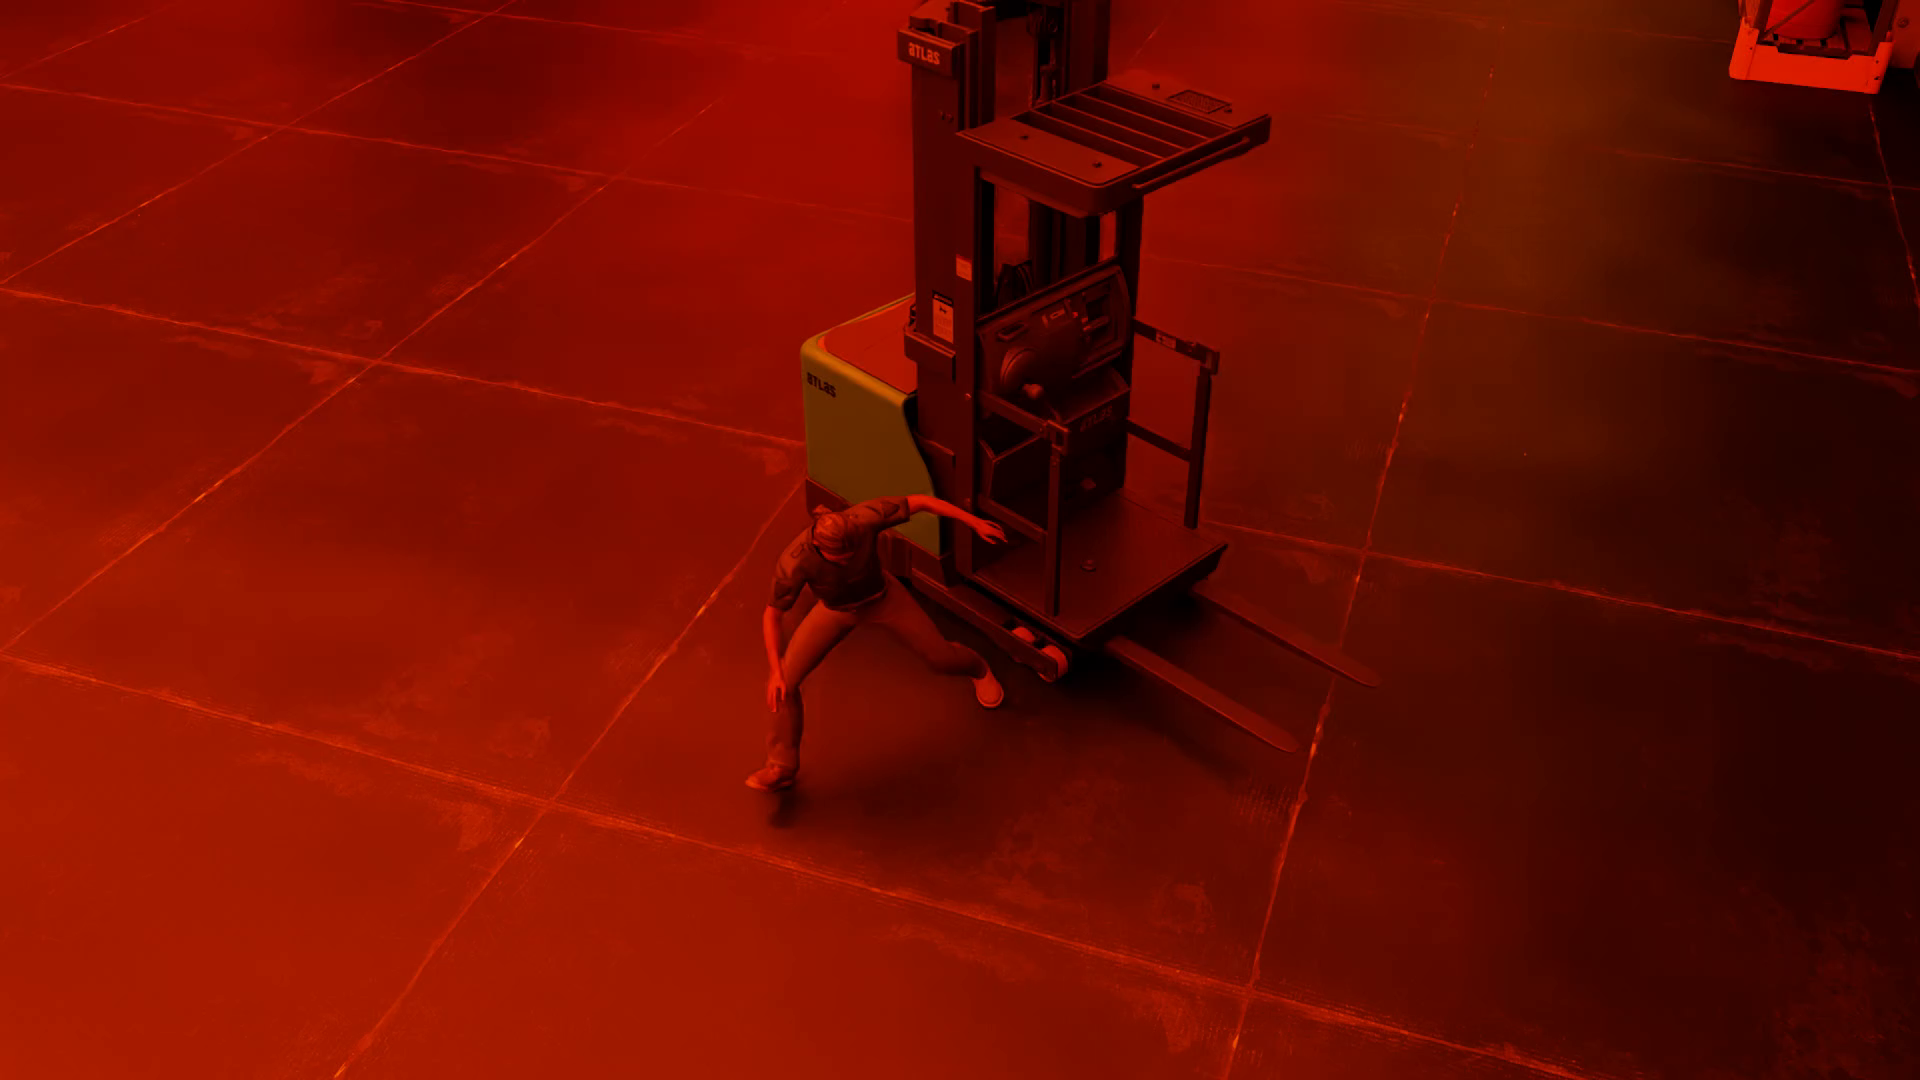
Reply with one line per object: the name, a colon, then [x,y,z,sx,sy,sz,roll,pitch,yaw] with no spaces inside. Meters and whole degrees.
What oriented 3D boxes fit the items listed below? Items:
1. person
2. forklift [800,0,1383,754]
person: [-0.363,0.357,6.997,1.189,1.350,0.715,-6,36,-8]
forklift: [0.584,-0.877,7.348,1.130,2.935,3.031,-29,45,-35]
